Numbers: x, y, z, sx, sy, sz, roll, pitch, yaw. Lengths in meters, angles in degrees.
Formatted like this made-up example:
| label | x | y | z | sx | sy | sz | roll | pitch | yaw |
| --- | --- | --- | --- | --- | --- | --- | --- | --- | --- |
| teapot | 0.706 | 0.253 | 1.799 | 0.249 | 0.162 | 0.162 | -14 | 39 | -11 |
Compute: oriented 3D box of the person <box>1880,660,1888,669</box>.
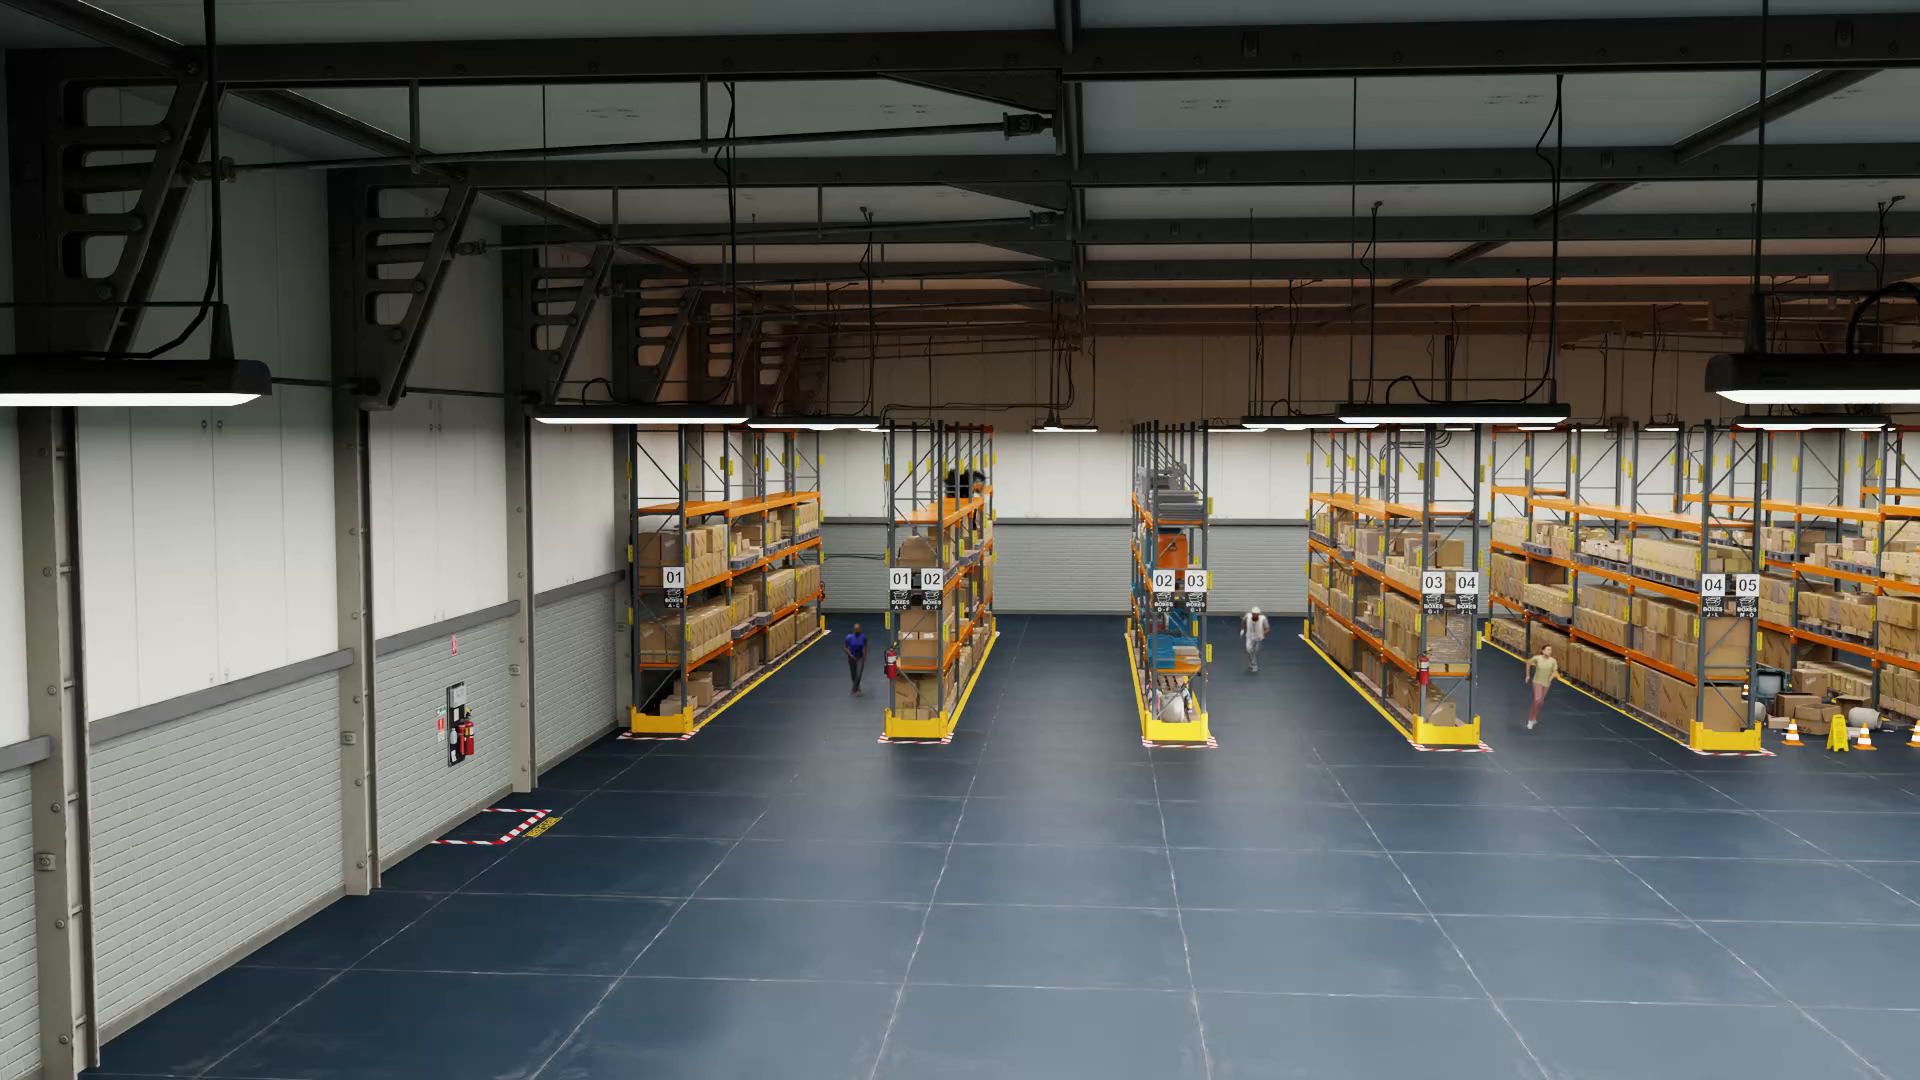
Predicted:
| label | x | y | z | sx | sy | sz | roll | pitch | yaw |
| --- | --- | --- | --- | --- | --- | --- | --- | --- | --- |
| person | 22.508 | 2.294 | 40.851 | 0.662 | 1.699 | 0.728 | -1 | 4 | -20 |

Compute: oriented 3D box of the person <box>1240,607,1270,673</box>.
| label | x | y | z | sx | sy | sz | roll | pitch | yaw |
| --- | --- | --- | --- | --- | --- | --- | --- | --- | --- |
| person | 7.139 | 2.372 | 40.275 | 0.702 | 1.605 | 1.127 | 1 | 4 | 9 |

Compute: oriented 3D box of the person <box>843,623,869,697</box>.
| label | x | y | z | sx | sy | sz | roll | pitch | yaw |
| --- | --- | --- | --- | --- | --- | --- | --- | --- | --- |
| person | -2.282 | 2.620 | 36.528 | 0.562 | 1.617 | 0.649 | 0 | 4 | -6 |

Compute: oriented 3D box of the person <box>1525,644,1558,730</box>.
| label | x | y | z | sx | sy | sz | roll | pitch | yaw |
| --- | --- | --- | --- | --- | --- | --- | --- | --- | --- |
| person | 11.319 | 2.827 | 32.475 | 0.645 | 1.645 | 0.781 | 0 | 4 | 1 |
